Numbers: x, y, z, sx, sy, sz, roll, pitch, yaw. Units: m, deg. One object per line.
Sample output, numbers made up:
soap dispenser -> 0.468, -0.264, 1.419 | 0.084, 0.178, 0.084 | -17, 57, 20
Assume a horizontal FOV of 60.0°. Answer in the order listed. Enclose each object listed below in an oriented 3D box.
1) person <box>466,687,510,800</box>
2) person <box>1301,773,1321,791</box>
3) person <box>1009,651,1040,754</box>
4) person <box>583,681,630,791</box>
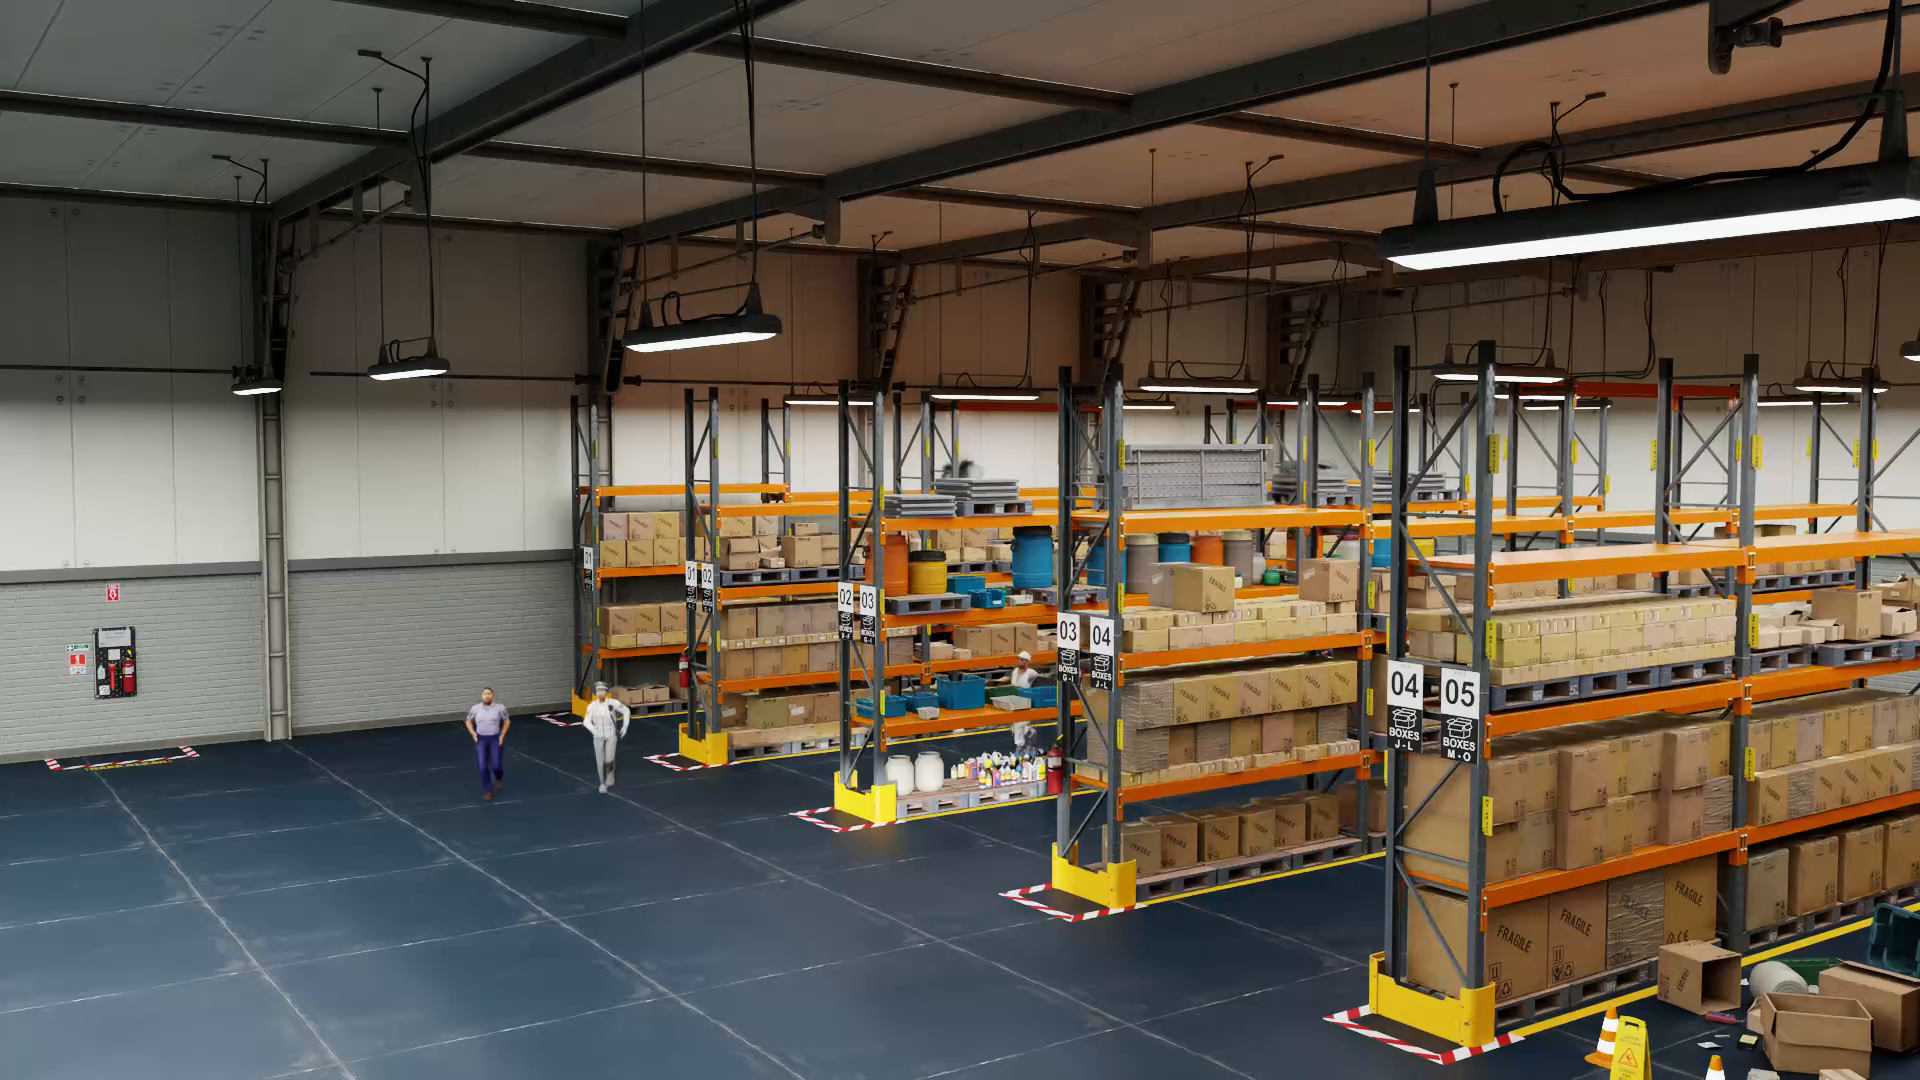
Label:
person -> -6.820, 2.919, 24.015 | 0.613, 1.617, 0.535 | -1, 3, -11
person -> 4.999, 2.842, 23.940 | 0.832, 1.863, 0.652 | -3, 5, -43
person -> 1.058, 2.678, 26.971 | 0.656, 1.752, 0.737 | 3, 5, 43
person -> -5.160, 2.874, 24.244 | 0.632, 1.653, 0.716 | 0, 3, -2
